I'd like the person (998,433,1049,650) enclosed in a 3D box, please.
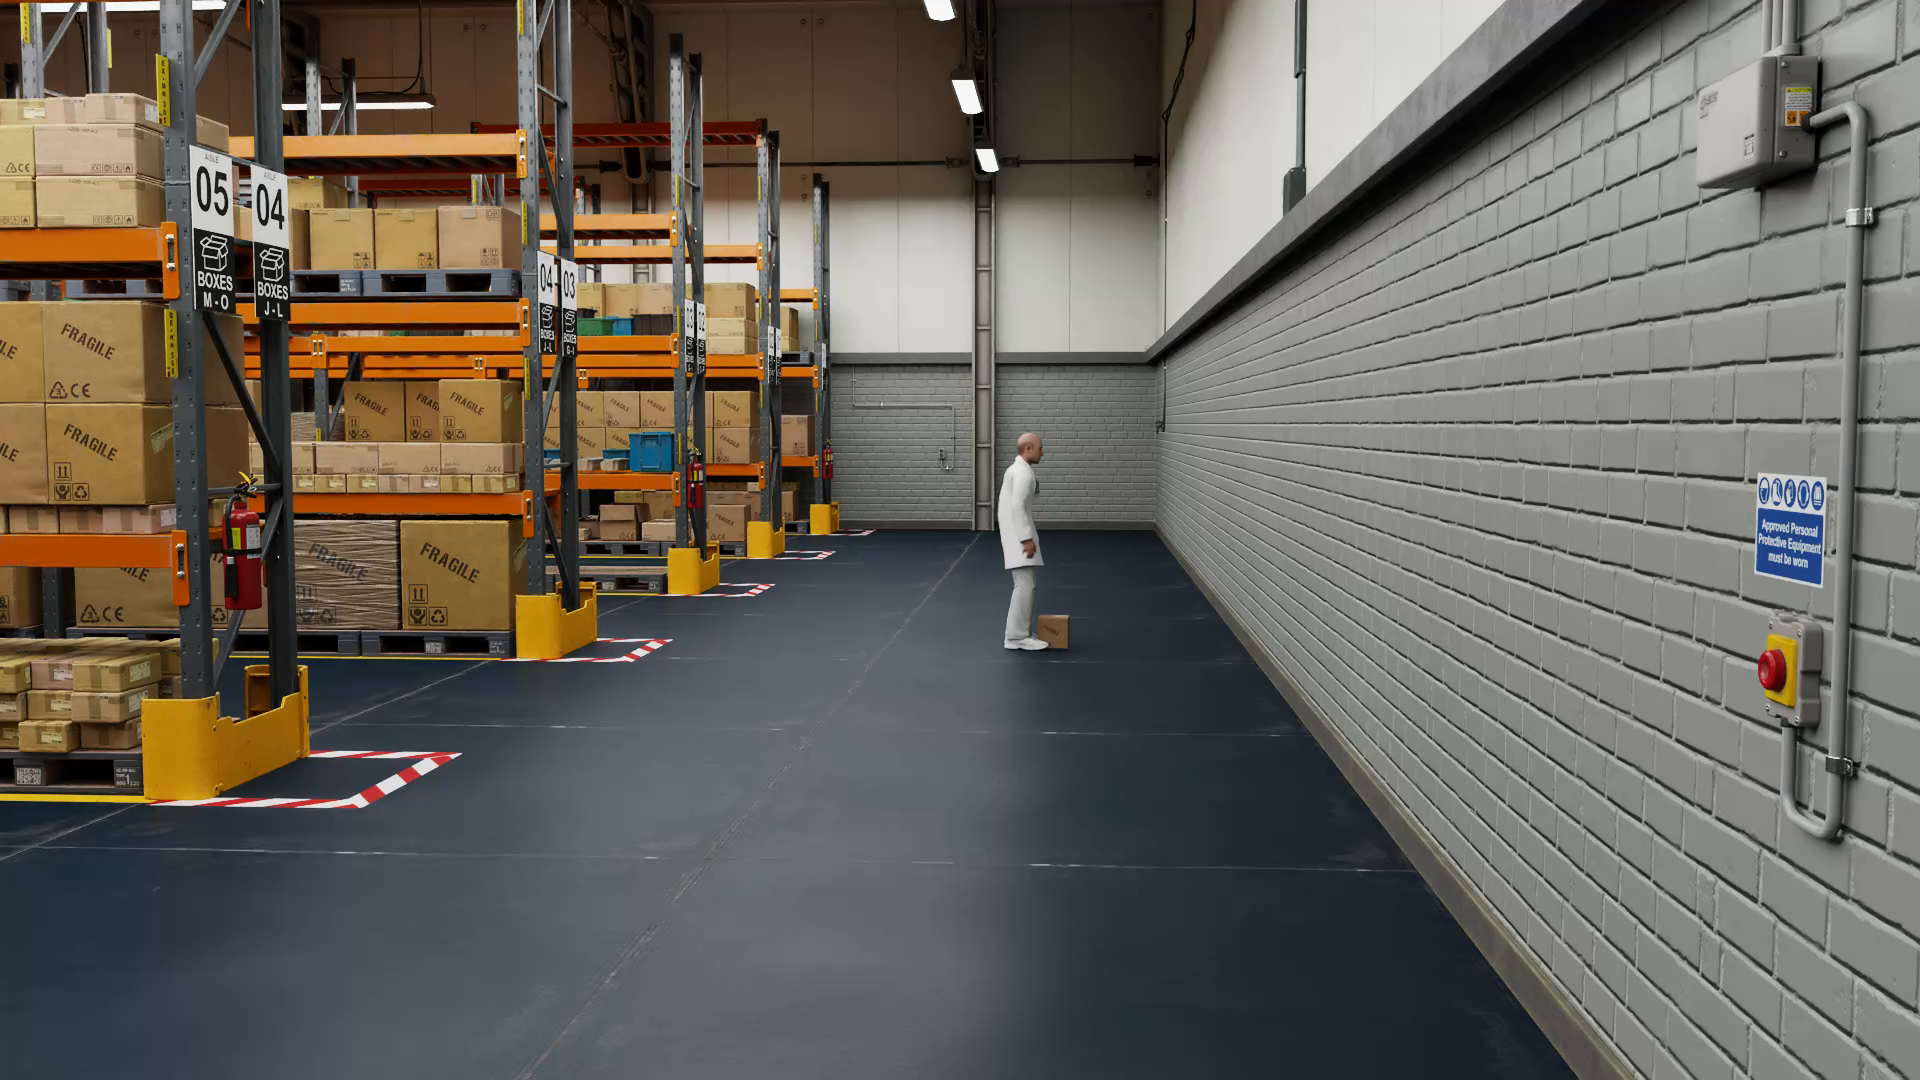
[{"bbox_3d":[0.528,0.001,13.809,0.429,1.772,0.648,0,4,0],"label":"person"}]
